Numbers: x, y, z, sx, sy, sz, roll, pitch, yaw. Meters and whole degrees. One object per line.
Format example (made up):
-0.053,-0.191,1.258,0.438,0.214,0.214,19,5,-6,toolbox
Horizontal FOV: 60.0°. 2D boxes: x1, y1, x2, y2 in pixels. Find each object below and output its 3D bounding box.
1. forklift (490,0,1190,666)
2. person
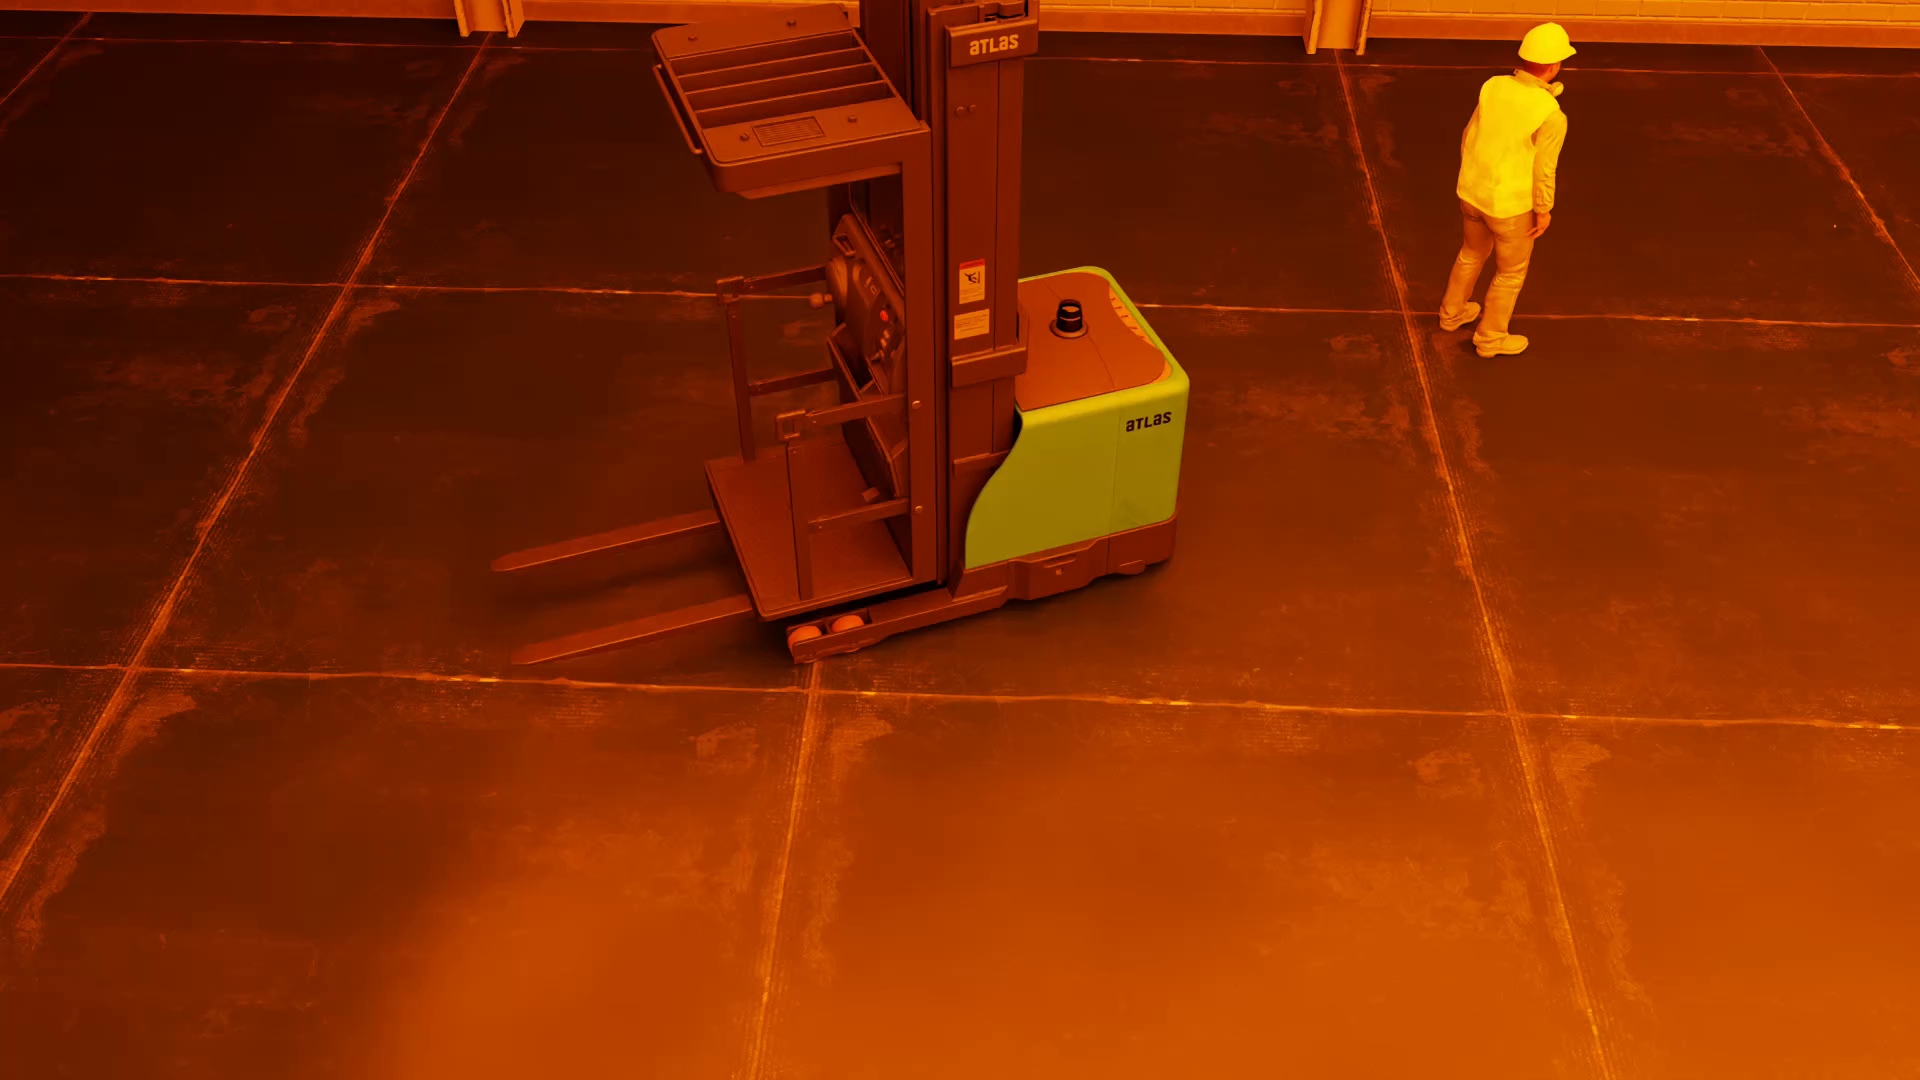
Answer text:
-0.573,-0.945,6.778,3.031,2.935,1.130,-13,44,-14,forklift
2.806,-1.791,8.567,0.466,1.769,0.580,-23,47,-23,person
